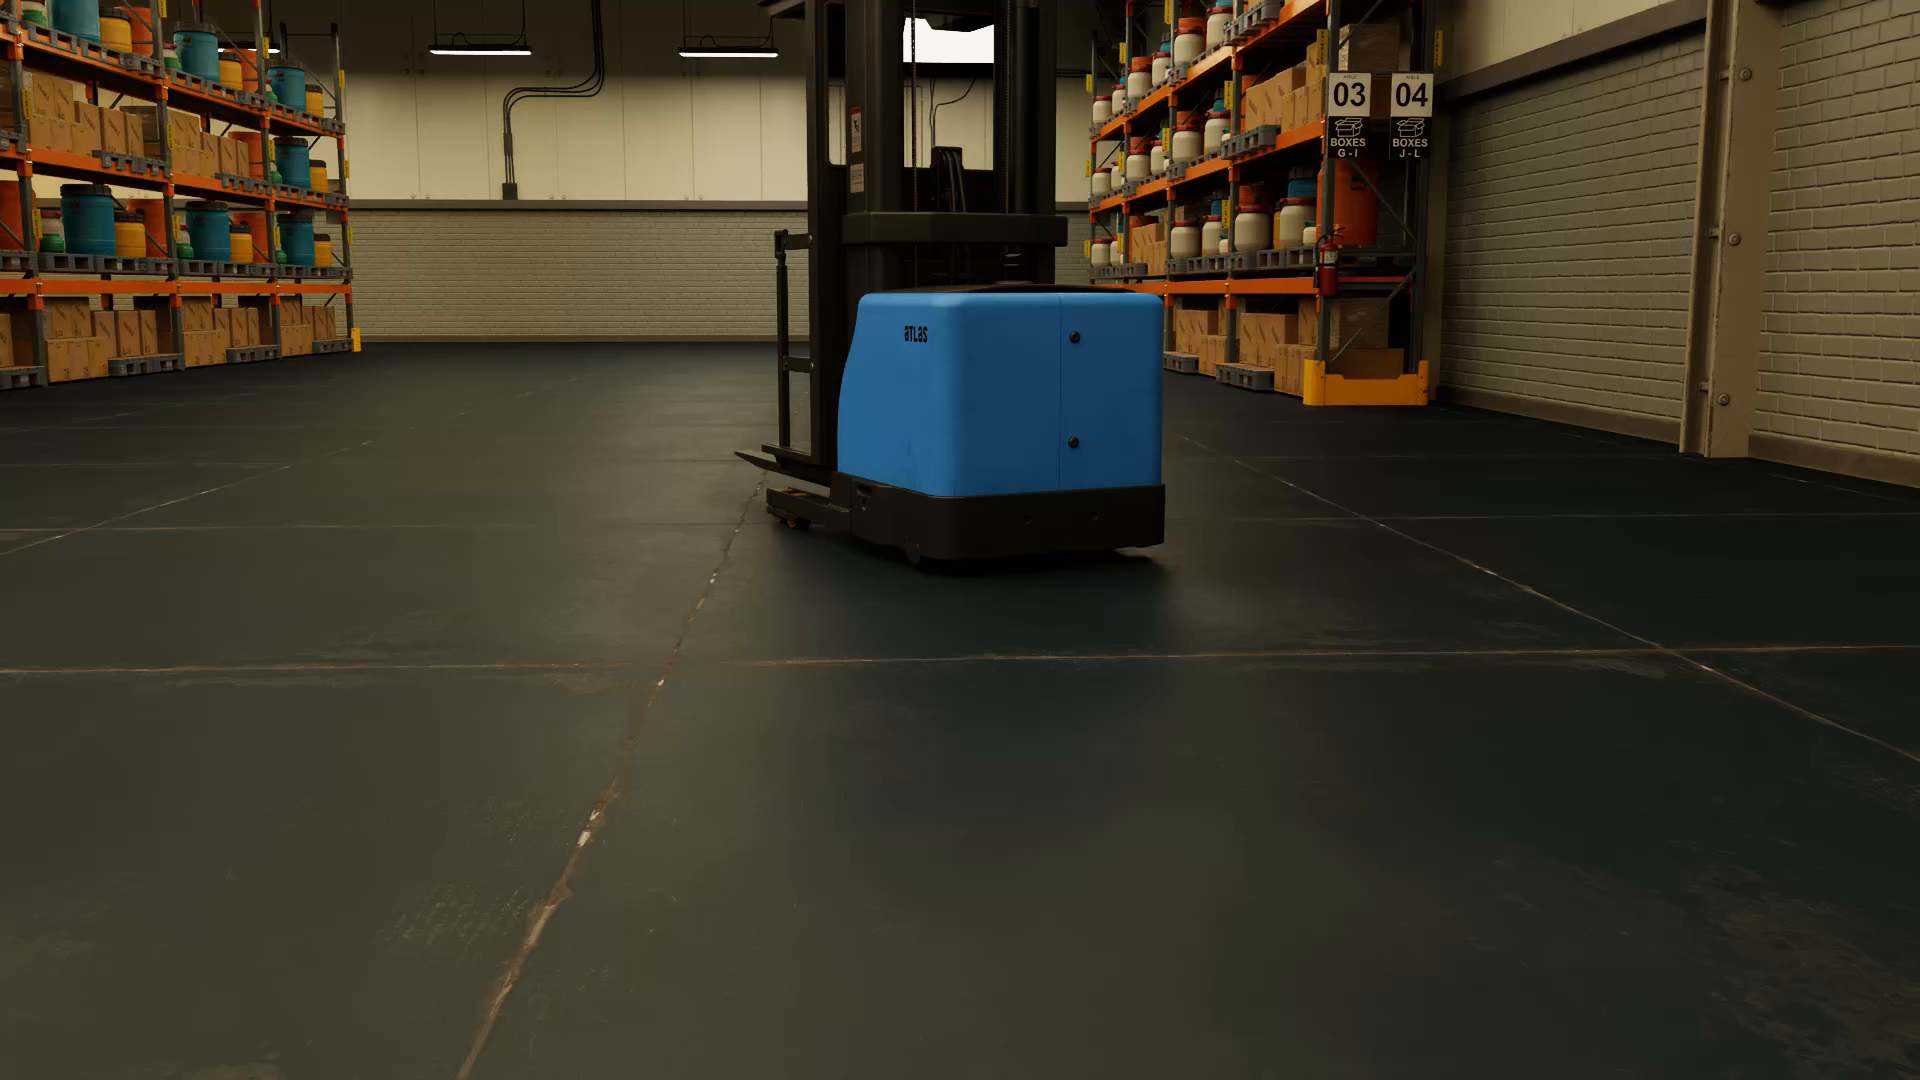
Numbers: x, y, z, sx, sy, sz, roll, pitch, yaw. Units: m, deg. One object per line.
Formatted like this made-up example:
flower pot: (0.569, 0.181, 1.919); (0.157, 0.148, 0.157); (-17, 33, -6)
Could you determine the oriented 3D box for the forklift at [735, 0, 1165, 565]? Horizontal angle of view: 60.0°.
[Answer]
forklift: (-0.264, -1.530, 7.637); (1.130, 2.935, 3.031); (-4, 9, -25)
